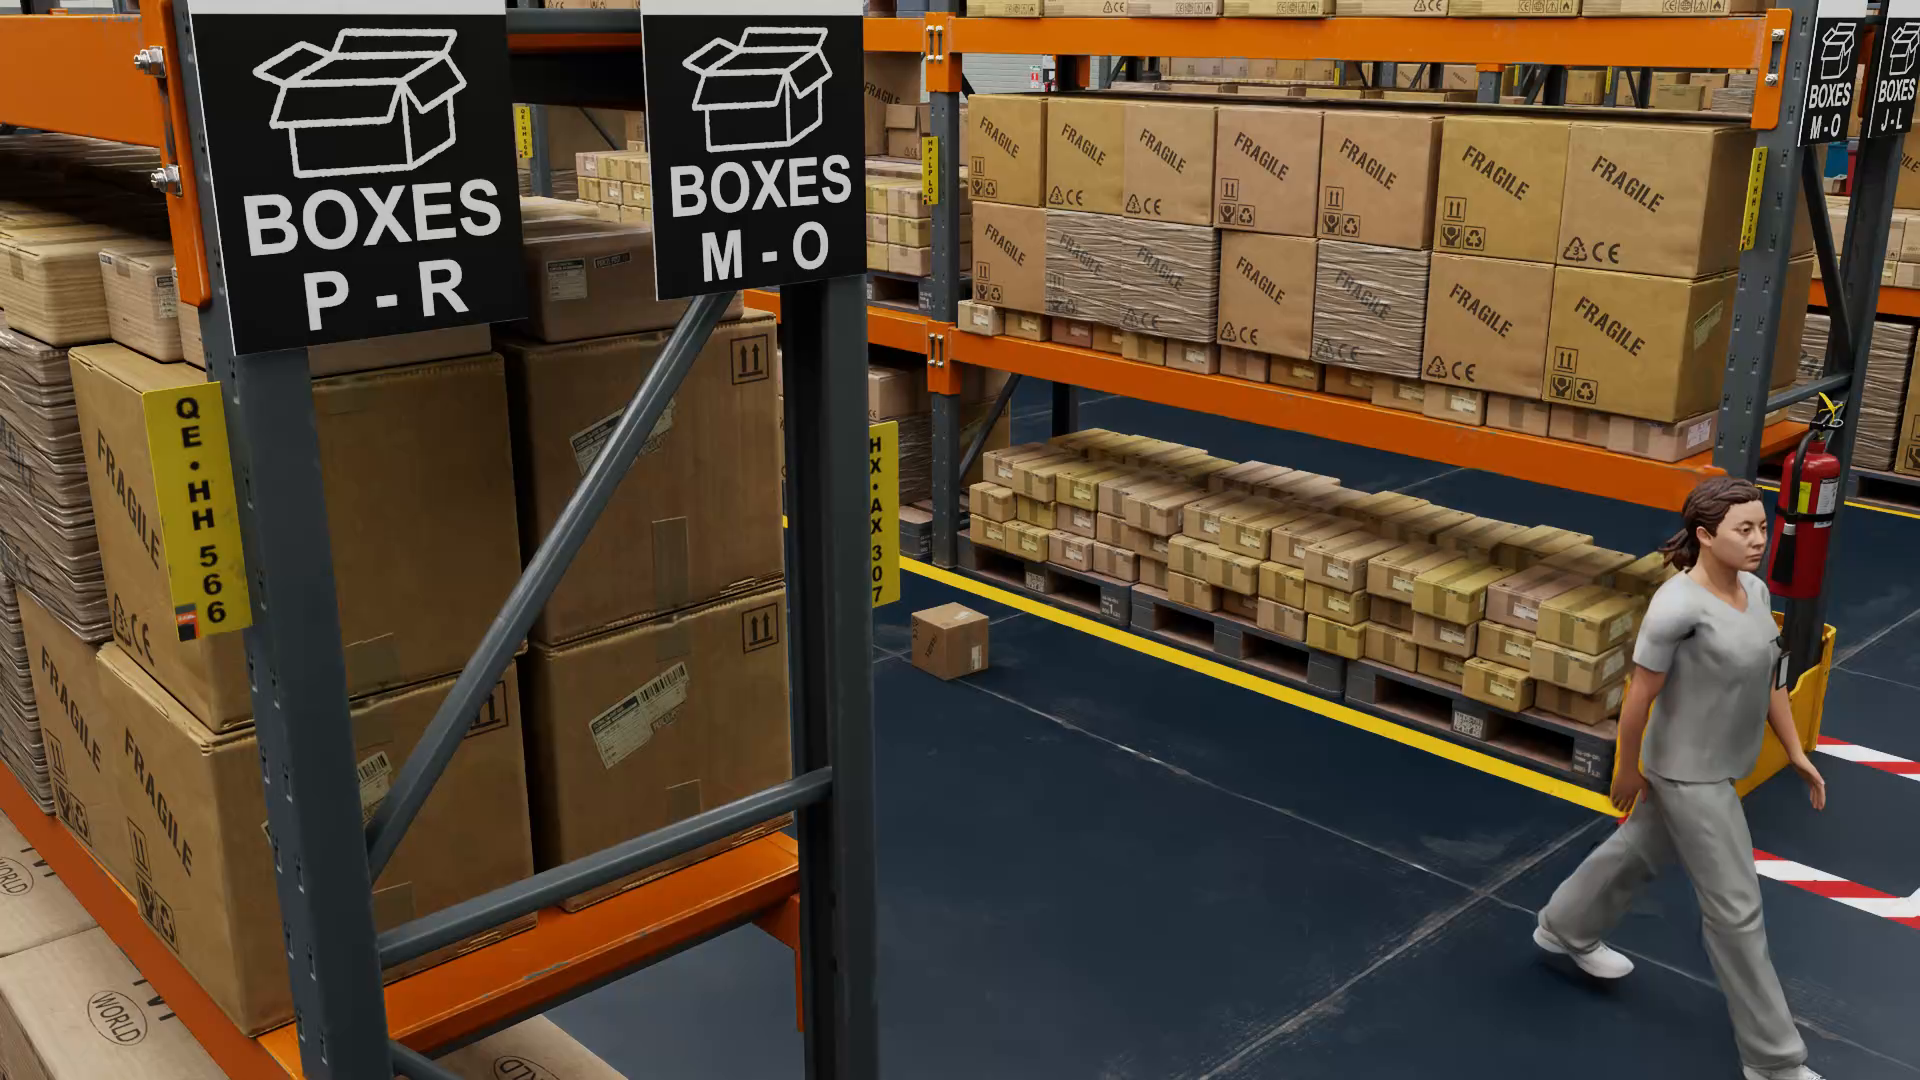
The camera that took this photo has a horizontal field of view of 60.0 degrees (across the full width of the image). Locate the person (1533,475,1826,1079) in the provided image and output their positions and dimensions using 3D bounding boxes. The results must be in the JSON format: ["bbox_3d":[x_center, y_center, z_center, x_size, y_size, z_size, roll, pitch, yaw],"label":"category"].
[{"bbox_3d":[2.082,0.622,4.529,0.454,1.606,1.038,-13,21,-35],"label":"person"}]
